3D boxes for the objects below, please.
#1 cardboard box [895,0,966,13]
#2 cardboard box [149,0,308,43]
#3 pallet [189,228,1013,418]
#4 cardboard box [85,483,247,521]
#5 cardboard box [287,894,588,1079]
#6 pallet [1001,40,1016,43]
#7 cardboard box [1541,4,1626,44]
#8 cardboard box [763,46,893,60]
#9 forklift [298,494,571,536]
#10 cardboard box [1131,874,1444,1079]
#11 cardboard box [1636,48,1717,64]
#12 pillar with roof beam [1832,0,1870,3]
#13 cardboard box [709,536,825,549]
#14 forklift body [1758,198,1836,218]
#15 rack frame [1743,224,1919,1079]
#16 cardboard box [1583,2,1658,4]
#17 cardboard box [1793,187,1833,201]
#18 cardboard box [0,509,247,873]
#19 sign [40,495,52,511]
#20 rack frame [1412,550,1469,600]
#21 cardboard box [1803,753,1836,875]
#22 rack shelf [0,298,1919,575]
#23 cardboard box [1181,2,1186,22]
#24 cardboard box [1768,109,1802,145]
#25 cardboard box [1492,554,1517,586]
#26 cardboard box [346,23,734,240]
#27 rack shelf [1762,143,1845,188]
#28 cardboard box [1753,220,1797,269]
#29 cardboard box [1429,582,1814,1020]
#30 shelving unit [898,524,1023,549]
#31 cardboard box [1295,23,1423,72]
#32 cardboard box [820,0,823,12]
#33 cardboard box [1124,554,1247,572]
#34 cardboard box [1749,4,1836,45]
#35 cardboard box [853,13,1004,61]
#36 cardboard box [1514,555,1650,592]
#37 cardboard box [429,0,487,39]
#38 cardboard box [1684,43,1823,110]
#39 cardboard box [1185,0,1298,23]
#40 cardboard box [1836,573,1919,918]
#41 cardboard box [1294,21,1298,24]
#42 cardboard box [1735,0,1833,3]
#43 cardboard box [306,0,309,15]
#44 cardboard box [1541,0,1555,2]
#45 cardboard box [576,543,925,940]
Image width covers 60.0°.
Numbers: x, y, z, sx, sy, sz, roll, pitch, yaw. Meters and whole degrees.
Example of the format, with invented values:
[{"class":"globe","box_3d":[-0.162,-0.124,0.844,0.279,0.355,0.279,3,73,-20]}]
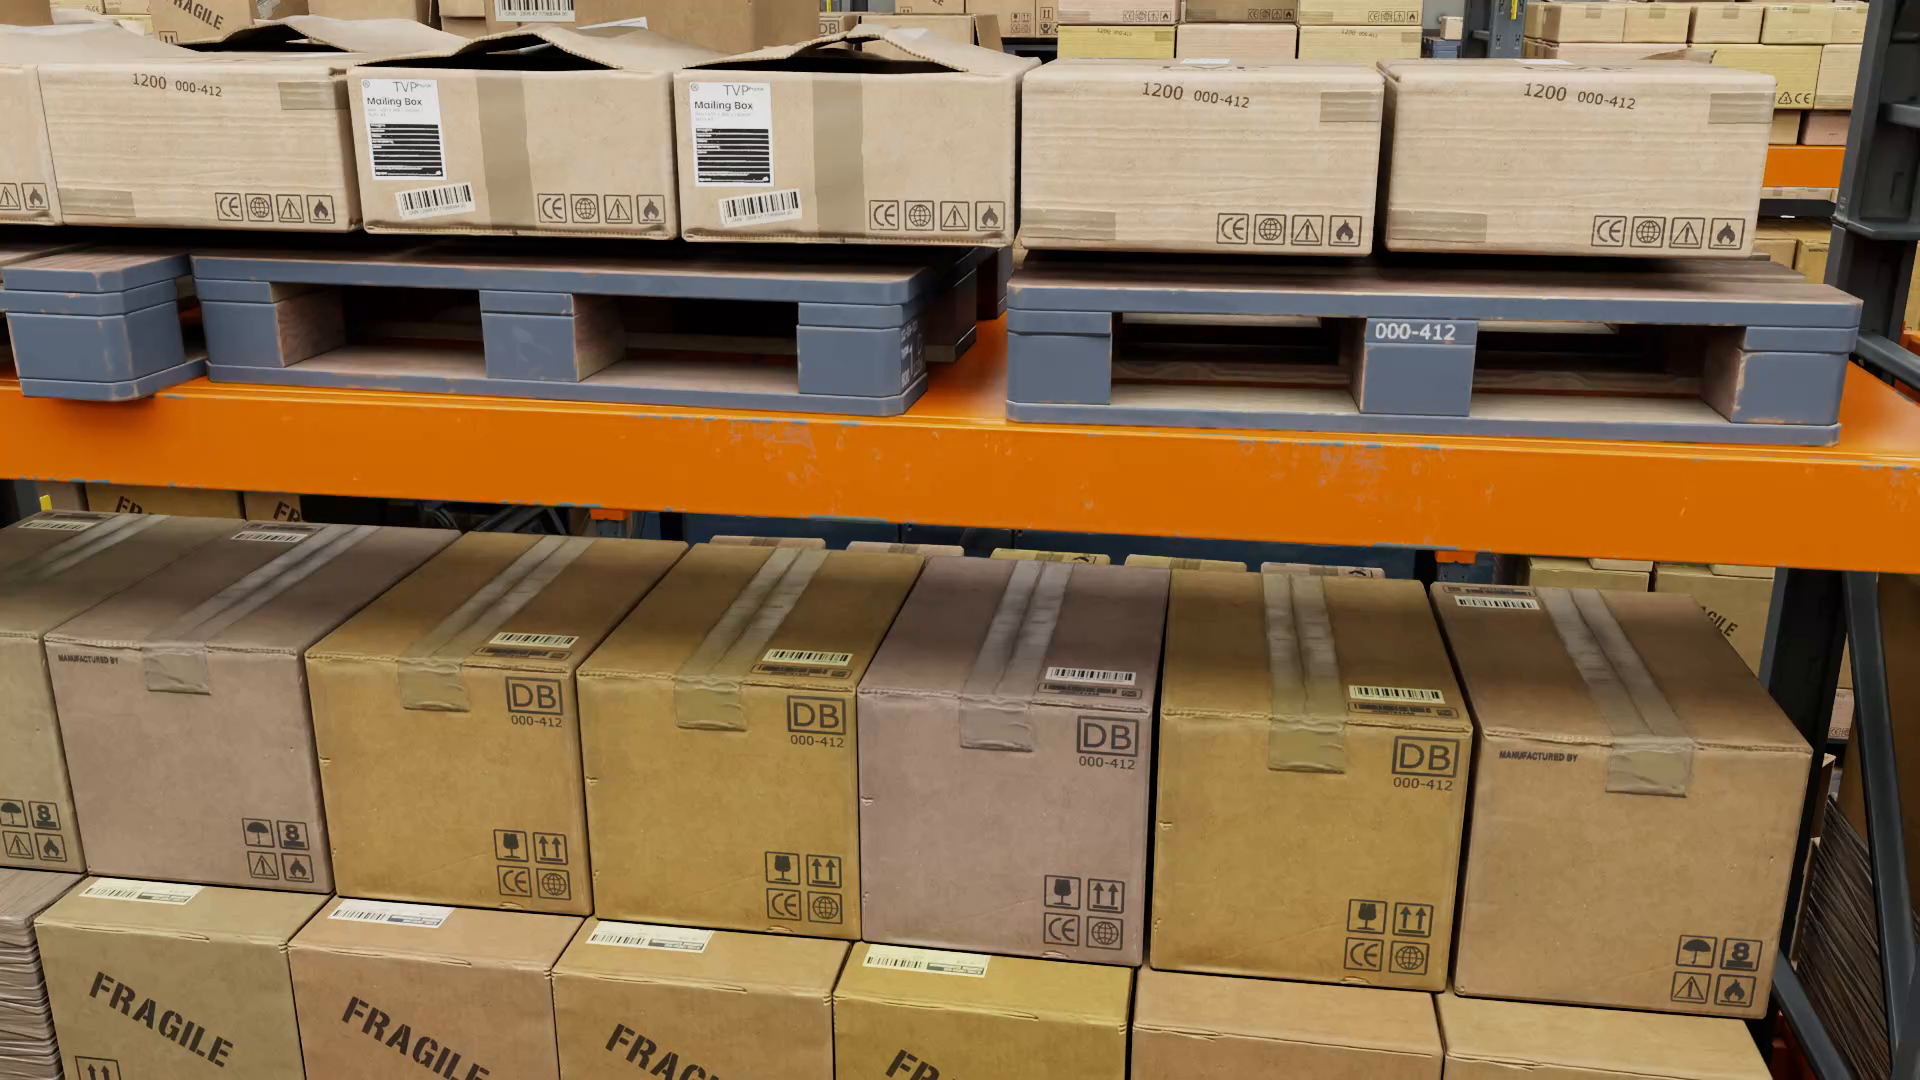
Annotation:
[{"class":"cardboard box","box_3d":[-0.178,-3.932,12.124,0.500,0.500,0.500,3,19,9]},{"class":"cardboard box","box_3d":[-3.424,-2.440,7.823,0.500,0.500,0.500,3,19,9]},{"class":"pallet","box_3d":[-0.575,-0.479,3.079,1.213,0.211,1.003,4,19,11]},{"class":"cardboard box","box_3d":[-4.069,-0.117,9.113,0.875,0.875,0.875,3,19,10]},{"class":"cardboard box","box_3d":[-0.923,0.892,3.251,0.500,0.500,0.500,3,19,9]},{"class":"pallet","box_3d":[-0.170,-3.656,12.571,1.003,0.211,1.213,4,19,11]},{"class":"cardboard box","box_3d":[2.571,-2.136,6.870,0.250,0.149,0.380,3,19,8]},{"class":"cardboard box","box_3d":[-0.188,-0.782,3.079,0.258,0.266,0.396,3,19,9]},{"class":"forklift","box_3d":[-1.398,0.123,5.816,3.031,2.935,1.130,4,19,11]},{"class":"cardboard box","box_3d":[0.569,0.968,3.024,0.500,0.500,0.500,3,19,8]},{"class":"cardboard box","box_3d":[1.069,-0.730,2.923,0.396,0.266,0.258,3,19,8]},{"class":"pillar with roof beam","box_3d":[5.817,-3.740,7.798,0.400,9.000,9.100,3,19,9]},{"class":"cardboard box","box_3d":[-1.082,0.305,8.643,0.625,0.372,0.950,2,19,5]},{"class":"forklift body","box_3d":[4.883,-1.047,10.544,1.214,2.155,2.313,3,19,9]},{"class":"rack frame","box_3d":[1.626,0.984,3.136,0.127,3.000,1.000,3,19,9]},{"class":"cardboard box","box_3d":[2.928,-2.317,7.413,0.250,0.149,0.380,2,19,7]},{"class":"cardboard box","box_3d":[5.912,-2.417,11.652,0.250,0.149,0.380,3,19,9]},{"class":"cardboard box","box_3d":[-1.882,0.287,3.486,0.500,0.500,0.700,3,19,8]},{"class":"sign","box_3d":[-2.239,0.059,4.074,0.005,0.325,0.100,3,19,9]},{"class":"rack frame","box_3d":[2.311,-0.572,7.786,0.127,3.000,1.000,3,19,9]},{"class":"cardboard box","box_3d":[3.153,1.092,6.747,0.500,0.500,0.500,-15,24,-38]},{"class":"rack shelf","box_3d":[-0.349,-0.198,3.075,4.000,0.370,1.077,3,19,9]},{"class":"cardboard box","box_3d":[1.584,-3.753,11.886,0.500,0.311,0.500,2,19,7]},{"class":"cardboard box","box_3d":[3.333,-1.749,6.973,0.250,0.149,0.380,3,19,10]},{"class":"cardboard box","box_3d":[2.938,0.123,8.199,0.500,0.500,0.500,3,19,8]},{"class":"cardboard box","box_3d":[-0.642,-0.688,2.726,0.500,0.311,0.500,3,19,8]},{"class":"rack shelf","box_3d":[4.286,-1.553,7.123,4.000,0.370,1.077,3,19,9]},{"class":"cardboard box","box_3d":[3.212,-1.112,7.198,0.500,0.500,0.700,3,19,9]},{"class":"cardboard box","box_3d":[1.135,0.439,3.030,0.500,0.500,0.700,3,19,8]},{"class":"shelving unit","box_3d":[0.007,-0.711,10.564,0.755,1.500,0.431,3,19,9]},{"class":"cardboard box","box_3d":[1.712,-2.107,7.219,0.500,0.250,0.500,3,19,8]},{"class":"cardboard box","box_3d":[-1.174,-4.115,12.787,0.250,0.149,0.380,2,19,7]},{"class":"cardboard box","box_3d":[1.083,0.414,8.318,0.625,0.372,0.950,4,19,12]},{"class":"cardboard box","box_3d":[3.346,-2.094,6.746,0.250,0.149,0.380,3,19,8]},{"class":"cardboard box","box_3d":[-0.128,-2.177,7.692,0.637,0.503,0.797,3,19,9]},{"class":"cardboard box","box_3d":[2.851,0.291,7.695,0.500,0.500,0.500,4,19,11]},{"class":"cardboard box","box_3d":[-2.034,-2.416,7.744,0.637,0.503,0.797,2,19,5]},{"class":"cardboard box","box_3d":[3.213,-1.934,6.895,0.500,0.250,0.500,3,19,8]},{"class":"cardboard box","box_3d":[1.304,-2.537,7.716,0.500,0.250,0.500,3,19,7]},{"class":"cardboard box","box_3d":[1.985,0.430,2.853,0.550,0.550,0.875,3,19,9]},{"class":"cardboard box","box_3d":[1.798,-2.278,7.730,0.500,0.250,0.500,2,19,7]},{"class":"cardboard box","box_3d":[5.573,-3.671,11.344,0.500,0.500,0.700,3,19,9]},{"class":"cardboard box","box_3d":[-5.340,-4.210,12.909,0.500,0.250,0.500,3,19,9]},{"class":"cardboard box","box_3d":[3.878,-3.636,11.536,0.500,0.311,0.500,3,19,10]},{"class":"cardboard box","box_3d":[-0.371,0.362,3.260,0.500,0.500,0.700,3,19,8]}]
